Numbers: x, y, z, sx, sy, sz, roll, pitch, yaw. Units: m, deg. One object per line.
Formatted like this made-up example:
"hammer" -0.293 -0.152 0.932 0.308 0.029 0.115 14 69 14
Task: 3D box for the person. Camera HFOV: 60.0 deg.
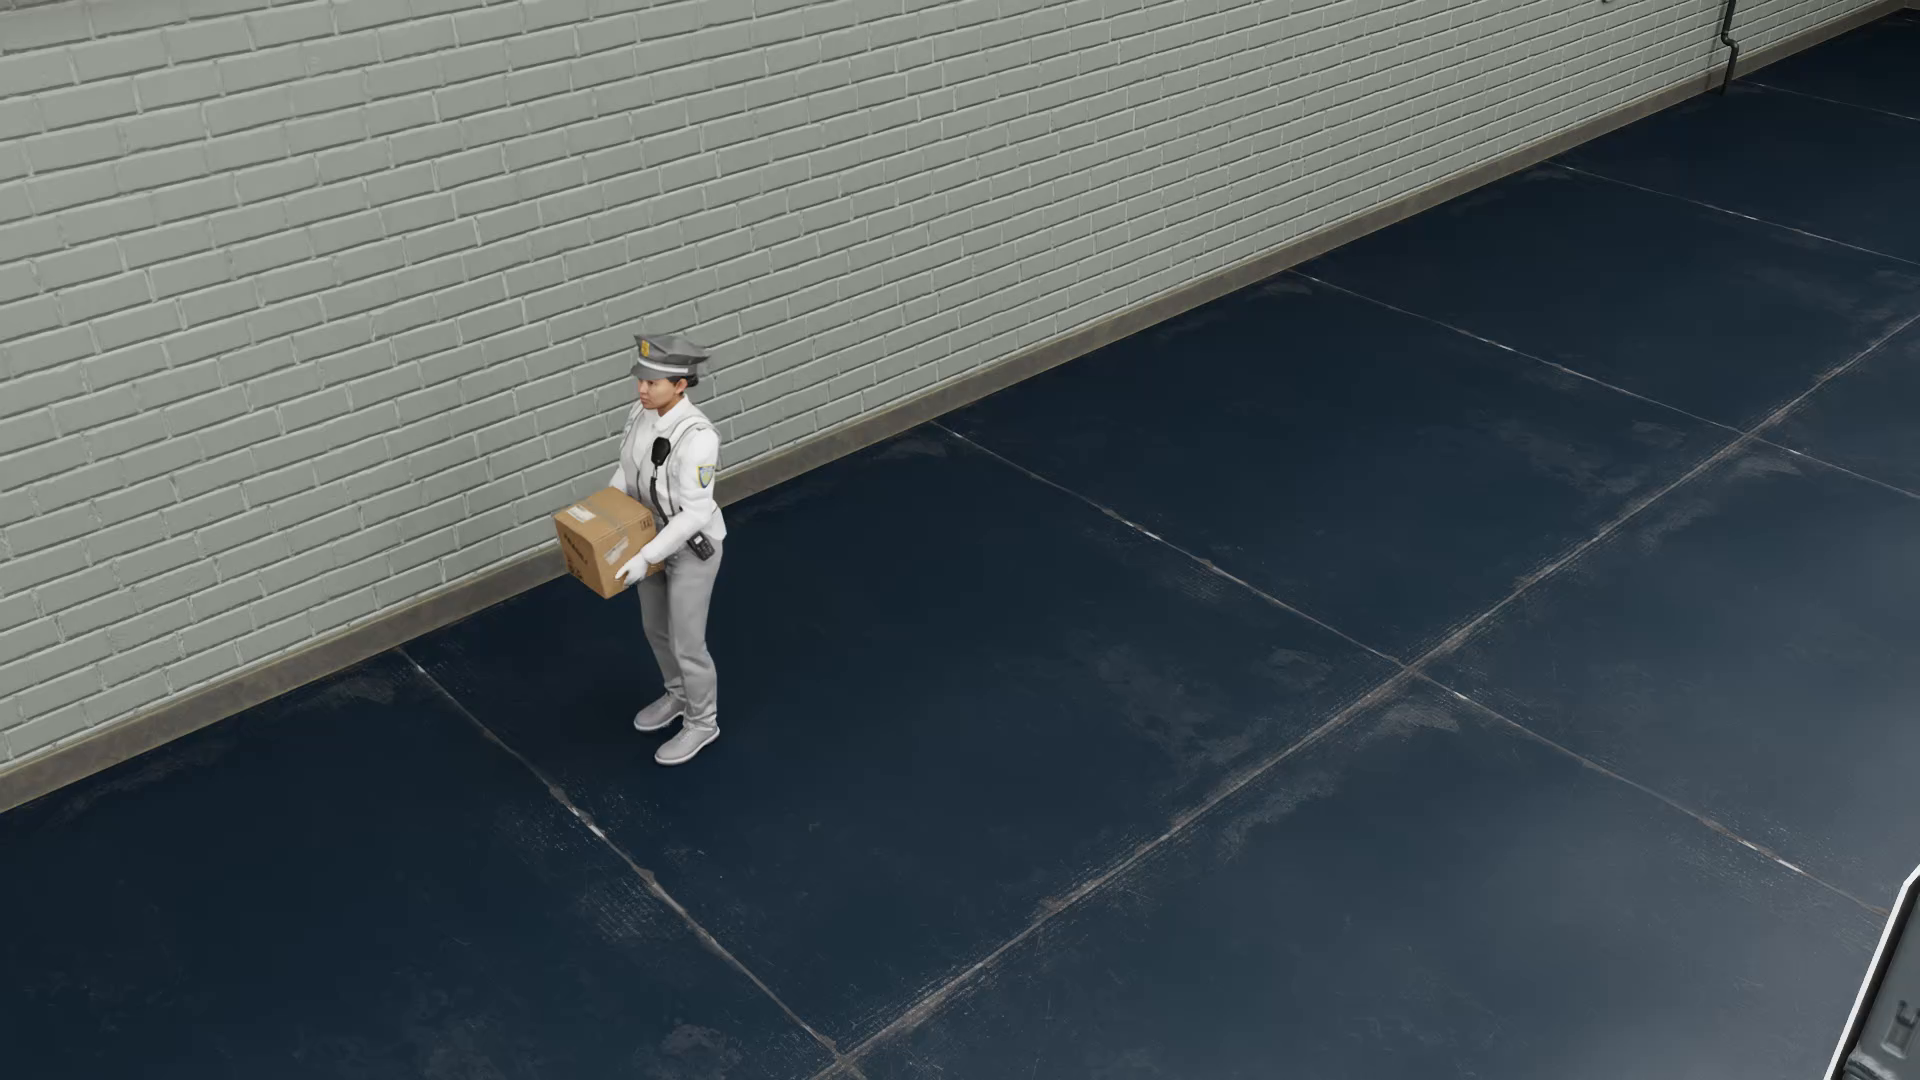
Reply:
"person" -1.095 0.047 6.030 0.517 1.692 0.482 -26 40 -35
